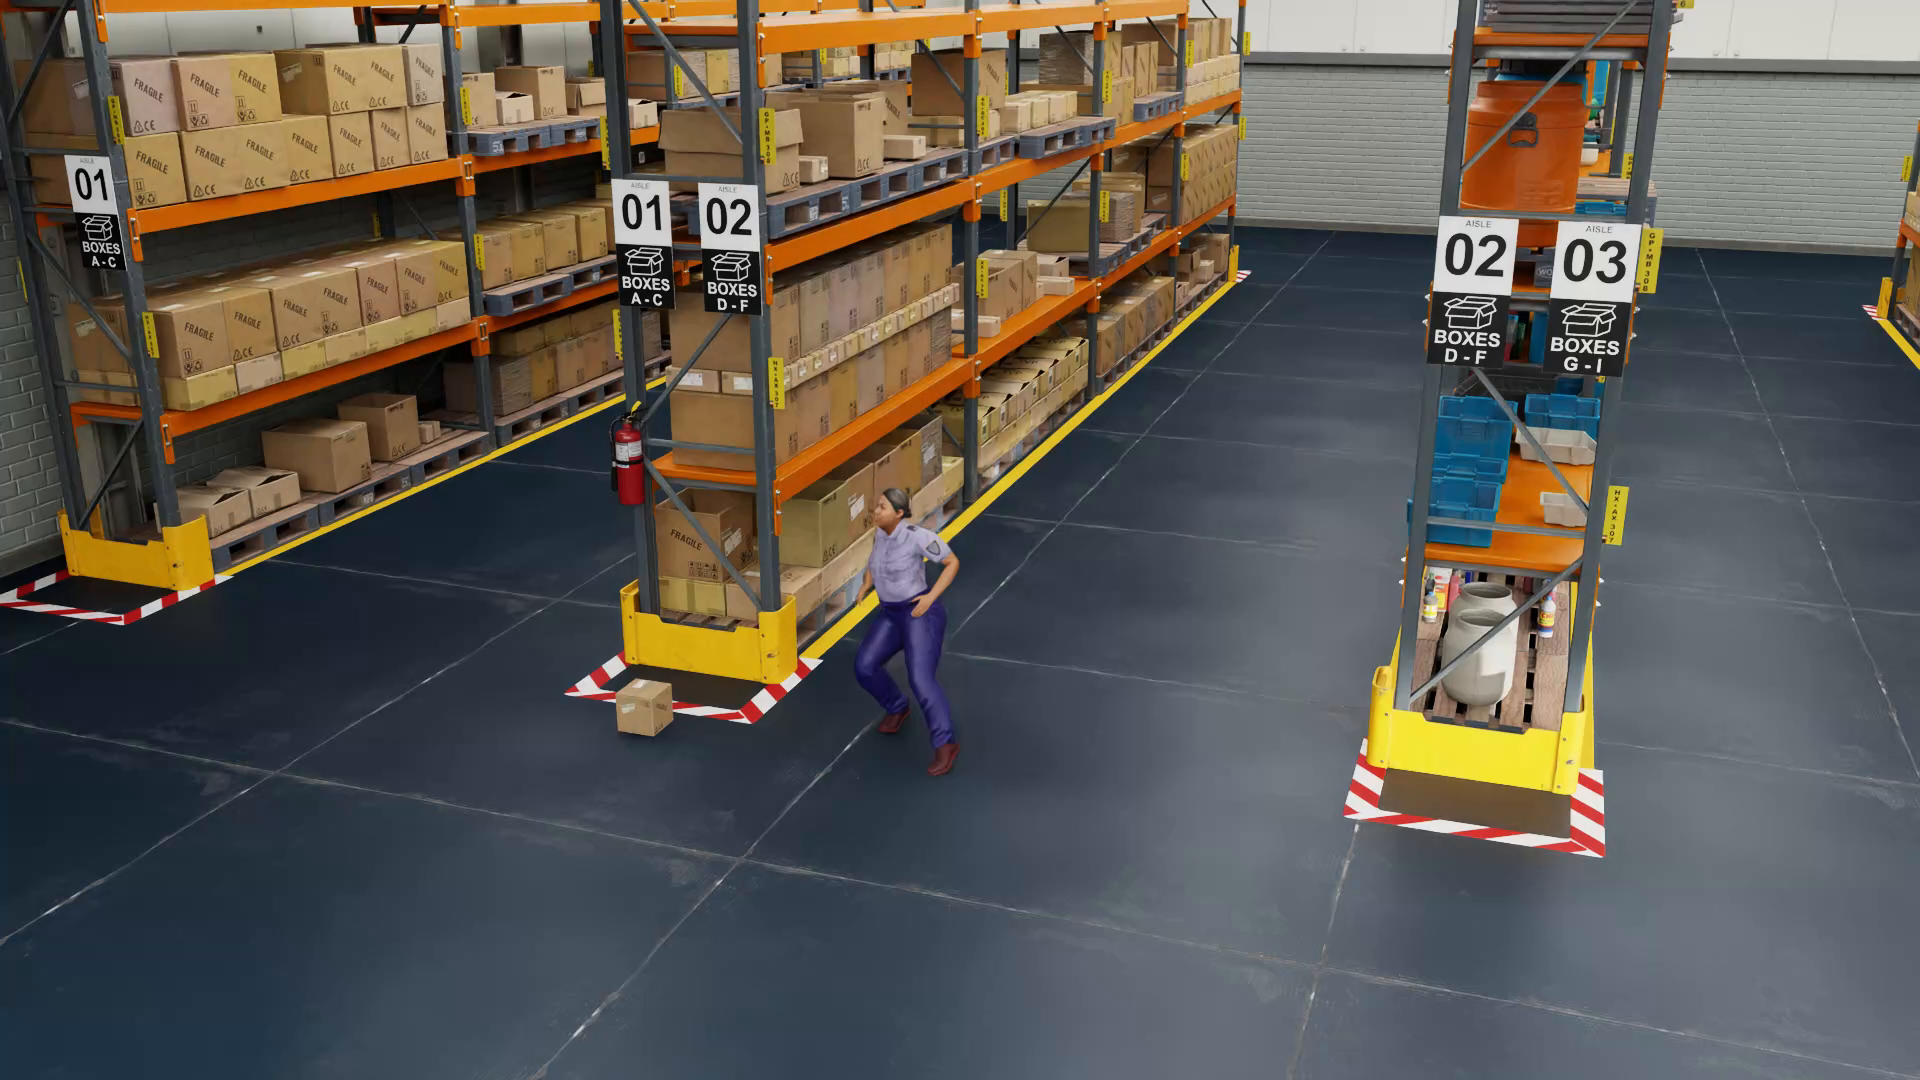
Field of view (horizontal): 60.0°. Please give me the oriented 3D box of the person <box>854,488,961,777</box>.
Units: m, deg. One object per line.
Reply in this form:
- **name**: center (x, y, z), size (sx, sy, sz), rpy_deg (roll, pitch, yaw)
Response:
- **person**: center (-0.310, 0.483, 9.871), size (0.539, 1.544, 1.041), rpy_deg (-17, 25, -41)
